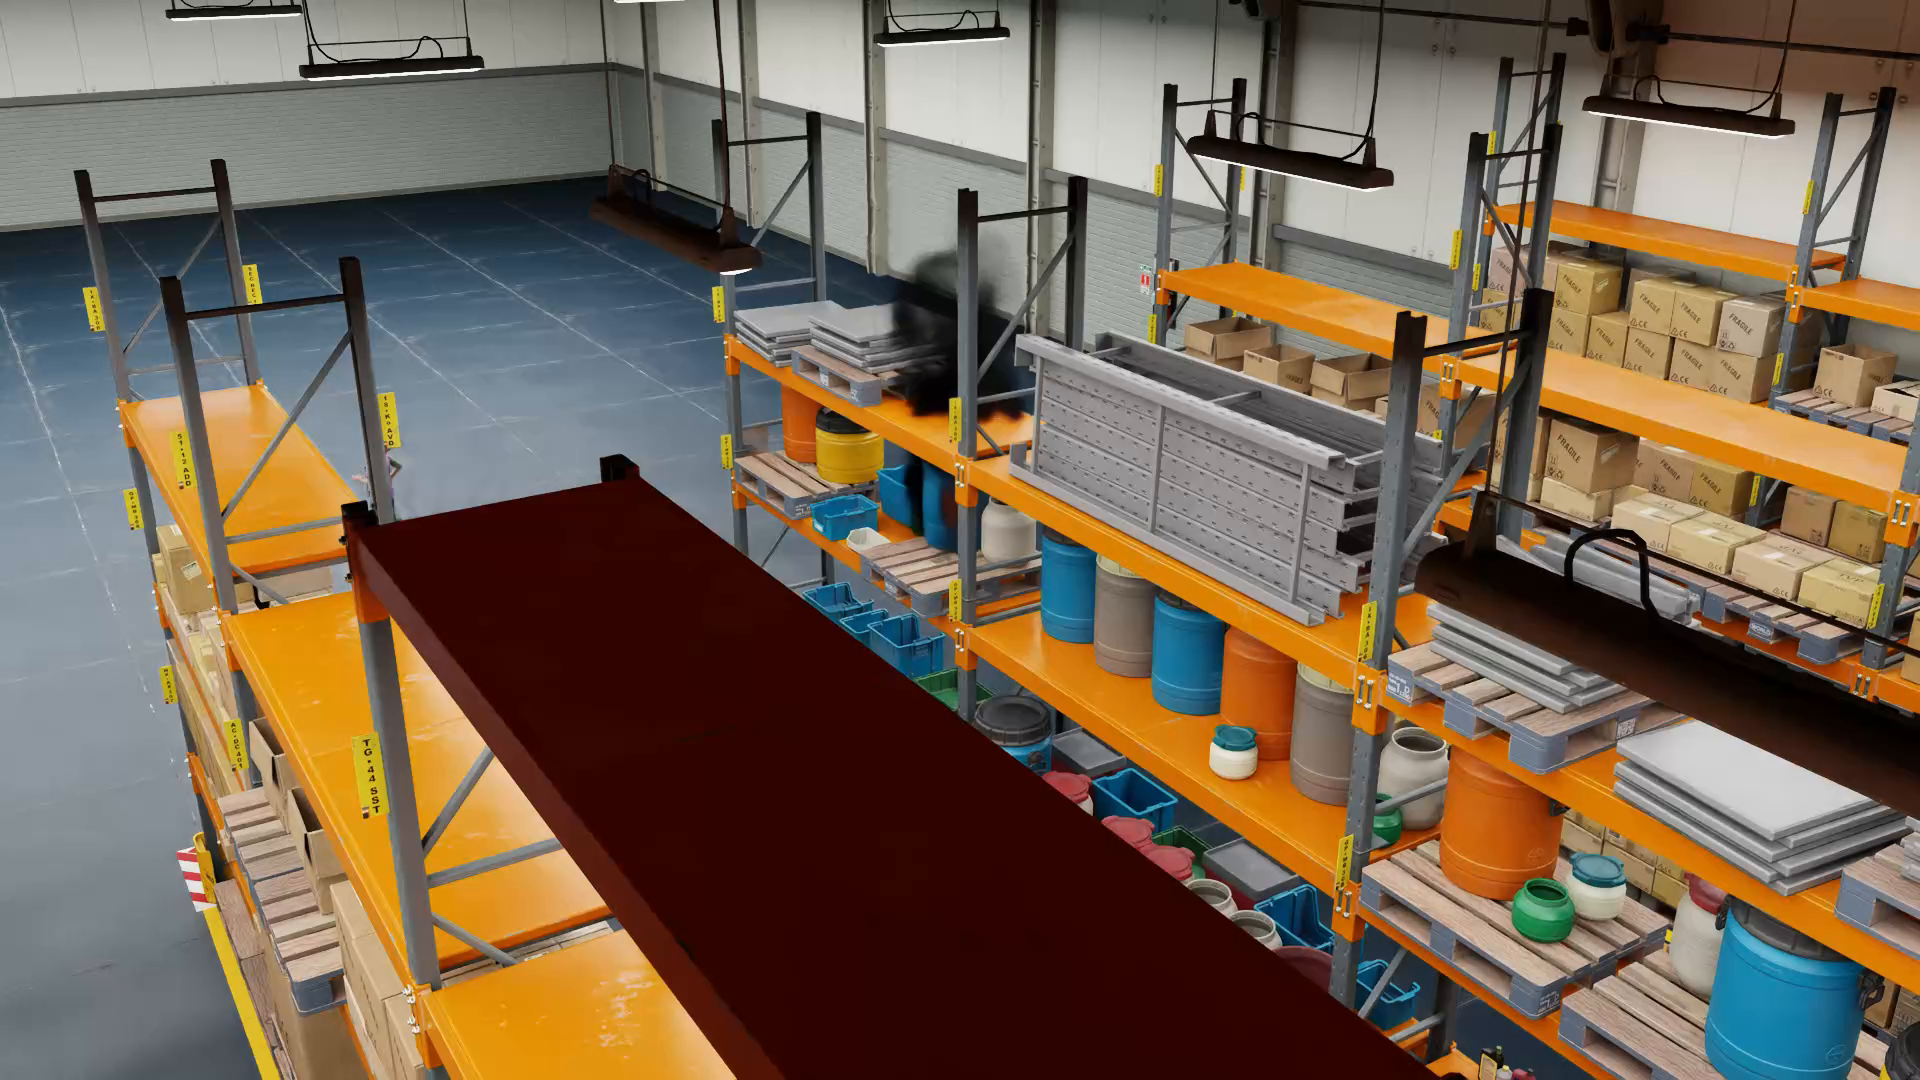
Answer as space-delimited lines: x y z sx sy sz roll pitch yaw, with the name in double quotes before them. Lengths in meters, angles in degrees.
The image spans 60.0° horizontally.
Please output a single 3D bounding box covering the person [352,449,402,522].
"person" -7.078 -0.500 20.466 0.878 1.572 0.531 -6 23 -15
